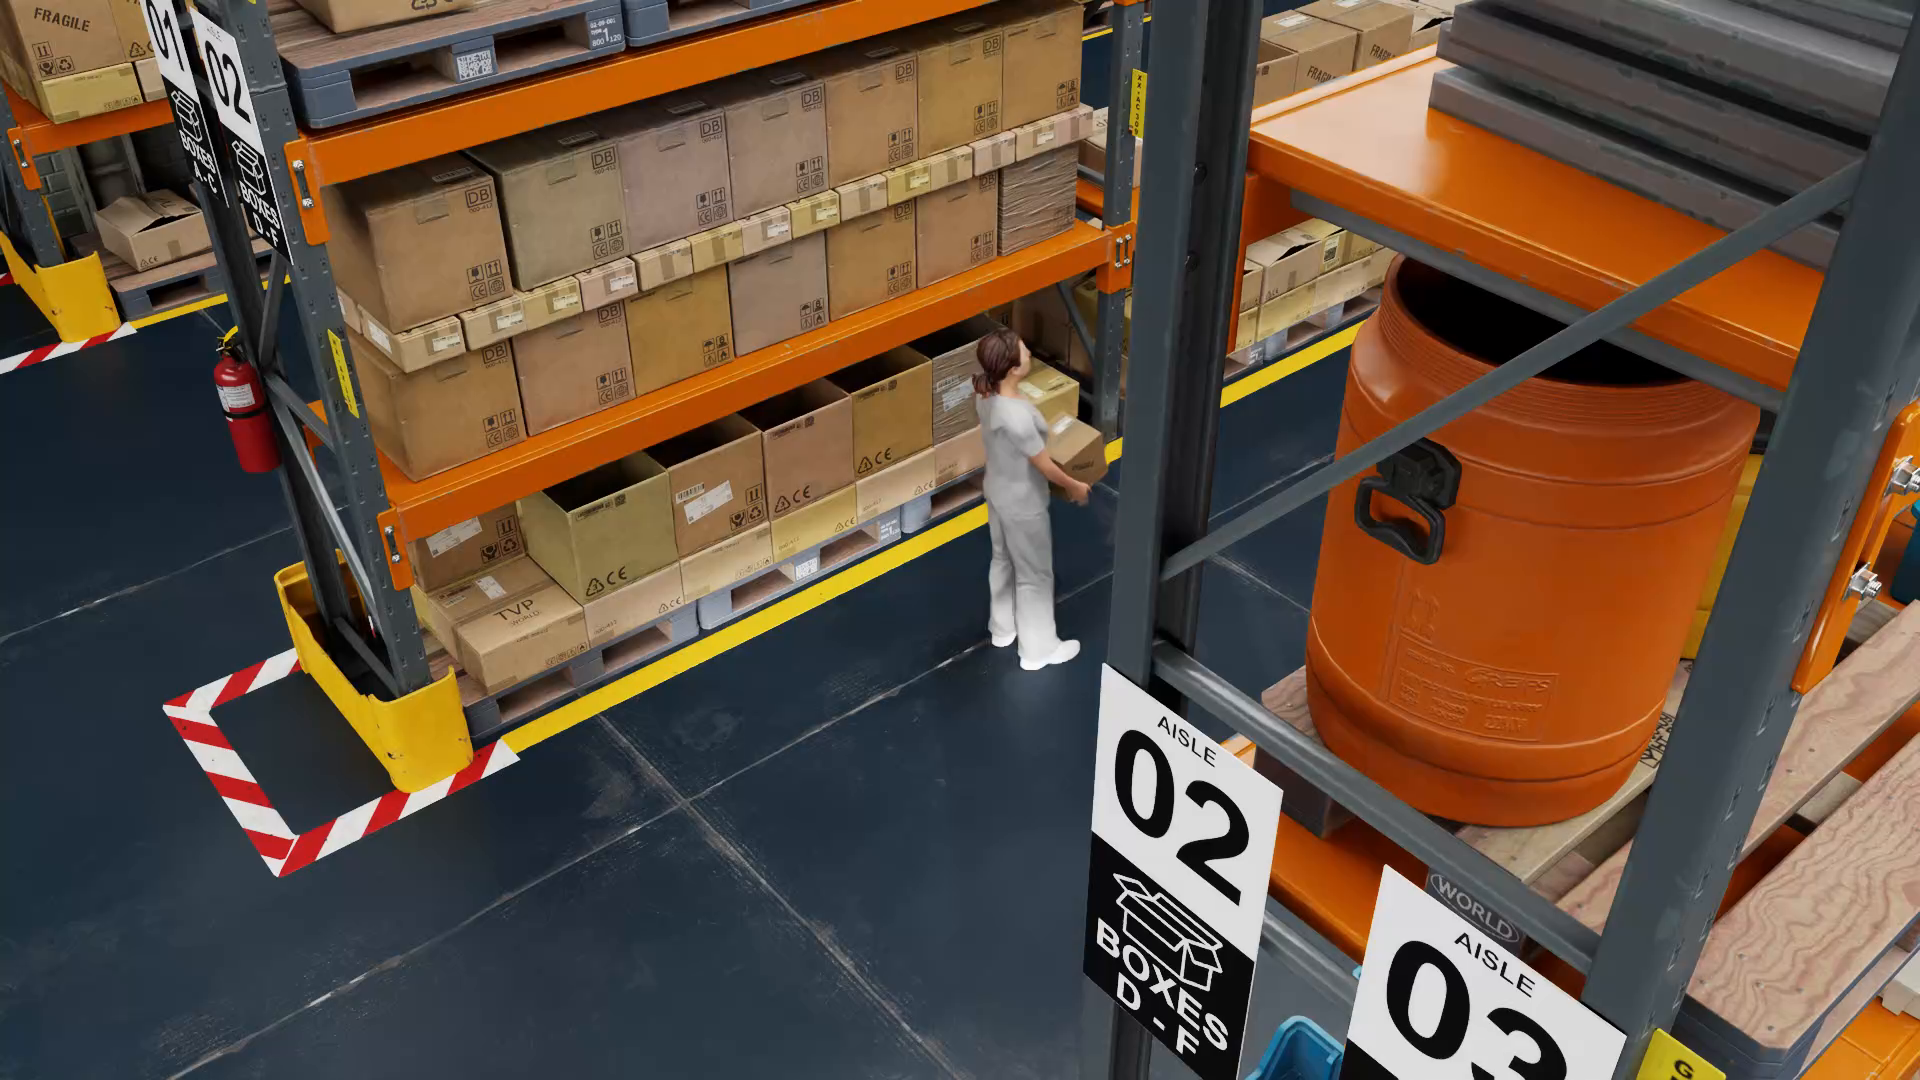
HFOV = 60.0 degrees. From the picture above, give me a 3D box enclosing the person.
[{"bbox_3d":[0.296,-0.194,7.342,0.525,1.677,0.465,-12,38,-16],"label":"person"}]
